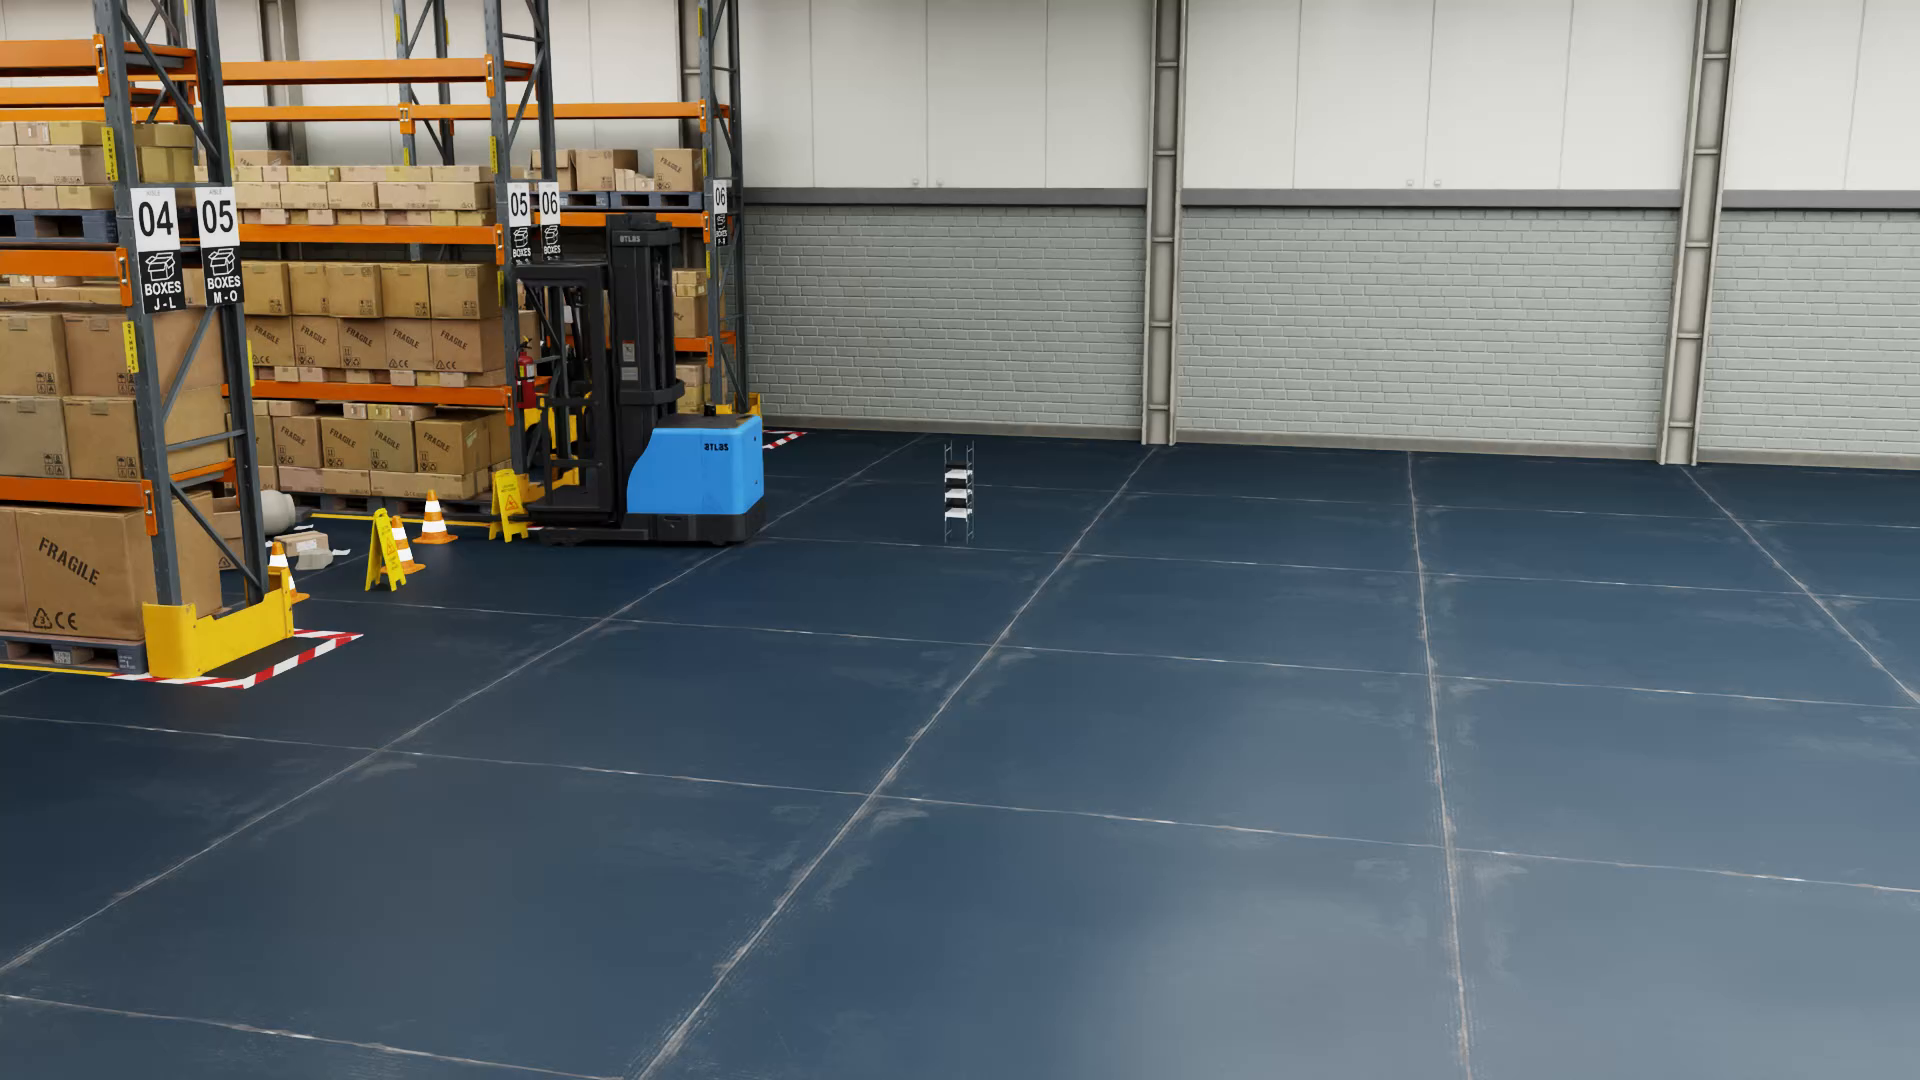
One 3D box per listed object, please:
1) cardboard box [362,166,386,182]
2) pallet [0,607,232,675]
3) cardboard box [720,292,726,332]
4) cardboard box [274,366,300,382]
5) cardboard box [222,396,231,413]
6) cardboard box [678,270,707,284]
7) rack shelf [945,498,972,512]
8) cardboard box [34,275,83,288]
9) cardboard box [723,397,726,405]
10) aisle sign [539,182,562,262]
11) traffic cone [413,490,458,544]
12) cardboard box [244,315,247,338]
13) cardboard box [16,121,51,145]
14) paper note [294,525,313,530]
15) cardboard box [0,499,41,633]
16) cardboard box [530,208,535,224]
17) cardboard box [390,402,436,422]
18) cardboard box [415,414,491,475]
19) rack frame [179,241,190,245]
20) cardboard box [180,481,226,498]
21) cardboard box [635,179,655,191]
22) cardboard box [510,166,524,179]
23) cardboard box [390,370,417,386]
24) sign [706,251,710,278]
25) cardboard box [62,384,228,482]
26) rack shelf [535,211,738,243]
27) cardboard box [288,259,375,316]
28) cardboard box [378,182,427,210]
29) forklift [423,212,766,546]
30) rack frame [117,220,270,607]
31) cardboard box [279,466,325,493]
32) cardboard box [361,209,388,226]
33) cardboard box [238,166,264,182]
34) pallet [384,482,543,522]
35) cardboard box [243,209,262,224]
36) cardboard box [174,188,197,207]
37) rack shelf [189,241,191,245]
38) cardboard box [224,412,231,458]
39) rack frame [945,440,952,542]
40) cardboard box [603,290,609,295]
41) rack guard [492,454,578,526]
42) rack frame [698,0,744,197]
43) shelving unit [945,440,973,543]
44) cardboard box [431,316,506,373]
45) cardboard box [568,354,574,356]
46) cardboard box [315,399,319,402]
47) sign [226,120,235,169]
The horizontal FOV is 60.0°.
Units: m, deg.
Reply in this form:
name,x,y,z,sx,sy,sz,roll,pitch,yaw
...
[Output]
name,x,y,z,sx,sy,sz,roll,pitch,yaw
cardboard box,-5.442,-3.469,15.759,0.250,0.149,0.380,3,13,14
pallet,-5.963,0.669,11.732,1.213,0.211,1.003,3,13,14
cardboard box,-3.309,-2.891,21.107,0.500,0.500,0.500,3,13,15
cardboard box,-6.495,-1.647,16.310,0.250,0.149,0.380,3,13,14
cardboard box,-7.348,-1.360,16.589,0.250,0.149,0.380,3,13,14
cardboard box,-3.293,-3.243,20.509,0.250,0.149,0.380,3,13,14
rack shelf,-0.008,-0.319,15.165,0.200,0.077,0.258,3,13,14
cardboard box,-9.138,-2.647,16.852,0.250,0.149,0.380,3,13,12
cardboard box,-3.324,-1.687,21.291,0.500,0.250,0.500,3,13,14
aisle sign,-3.946,-3.045,16.031,0.004,0.787,0.394,3,13,14
traffic cone,-4.807,-0.226,15.185,0.334,0.463,0.336,3,13,14
cardboard box,-7.110,-2.013,16.463,0.500,0.500,0.500,3,13,13
cardboard box,-5.818,-2.612,10.694,0.250,0.149,0.380,3,13,14
paper note,-6.207,-0.125,15.726,0.148,0.019,0.142,-1,13,-6
cardboard box,-6.697,0.098,11.802,0.875,0.875,0.875,3,13,13
cardboard box,-4.324,-3.141,16.120,0.250,0.149,0.380,3,13,14
cardboard box,-5.293,-1.251,16.096,0.250,0.149,0.380,3,13,15
cardboard box,-4.920,-0.929,16.144,0.500,0.500,0.500,3,13,14
rack frame,-10.661,-3.173,22.610,0.127,3.000,1.000,3,13,14
cardboard box,-7.249,-0.360,15.699,0.500,0.500,0.500,-9,15,-35
cardboard box,-3.772,-4.332,20.290,0.250,0.149,0.380,3,13,12
cardboard box,-4.376,-3.506,15.925,0.250,0.149,0.380,3,13,13
cardboard box,-5.268,-1.580,16.011,0.250,0.149,0.380,3,13,15
sign,-3.038,-3.325,20.076,0.005,0.325,0.100,3,13,14
cardboard box,-5.539,-0.751,11.345,0.550,0.550,0.875,3,13,14
rack shelf,-4.836,-3.975,20.959,4.000,0.370,1.077,3,13,14
cardboard box,-6.089,-2.464,16.190,0.500,0.500,0.700,3,13,13
cardboard box,-5.126,-3.249,15.688,0.500,0.250,0.500,3,13,13
forklift,-3.387,-1.488,15.174,3.031,2.935,1.130,1,13,5
rack frame,-5.168,-0.668,11.317,0.127,3.000,1.000,3,13,14
cardboard box,-6.419,-0.644,16.591,0.500,0.250,0.500,3,13,13
cardboard box,-5.476,-3.072,15.811,0.250,0.149,0.380,3,13,13
cardboard box,-6.721,-3.523,16.001,0.250,0.149,0.380,3,13,12
pallet,-4.934,-0.406,16.576,1.213,0.211,1.003,3,13,14
cardboard box,-6.721,-3.143,16.129,0.250,0.149,0.380,3,13,12
cardboard box,-5.424,-2.348,11.348,0.250,0.149,0.380,3,13,14
rack shelf,-9.905,-3.138,17.189,4.000,0.370,1.077,3,13,14
cardboard box,-7.455,-1.063,16.746,0.500,0.500,0.500,4,13,16
rack frame,-0.107,-0.445,15.162,0.006,0.900,0.240,3,13,14
cardboard box,-4.299,-3.135,20.710,0.250,0.149,0.380,3,13,12
rack guard,-4.154,-0.497,16.321,0.348,0.500,1.175,3,13,14
rack frame,-2.894,-5.687,20.089,0.127,3.000,1.000,3,13,14
shelving unit,-0.008,-0.440,15.138,0.210,0.900,0.258,3,13,14
cardboard box,-4.673,-1.878,15.856,0.500,0.500,0.500,3,13,13
cardboard box,-5.270,-2.279,21.651,0.500,0.250,0.500,3,13,14
cardboard box,-8.769,-2.116,22.360,0.625,0.625,0.875,3,13,11
sign,-5.029,-2.714,11.414,0.005,0.325,0.100,3,13,14
